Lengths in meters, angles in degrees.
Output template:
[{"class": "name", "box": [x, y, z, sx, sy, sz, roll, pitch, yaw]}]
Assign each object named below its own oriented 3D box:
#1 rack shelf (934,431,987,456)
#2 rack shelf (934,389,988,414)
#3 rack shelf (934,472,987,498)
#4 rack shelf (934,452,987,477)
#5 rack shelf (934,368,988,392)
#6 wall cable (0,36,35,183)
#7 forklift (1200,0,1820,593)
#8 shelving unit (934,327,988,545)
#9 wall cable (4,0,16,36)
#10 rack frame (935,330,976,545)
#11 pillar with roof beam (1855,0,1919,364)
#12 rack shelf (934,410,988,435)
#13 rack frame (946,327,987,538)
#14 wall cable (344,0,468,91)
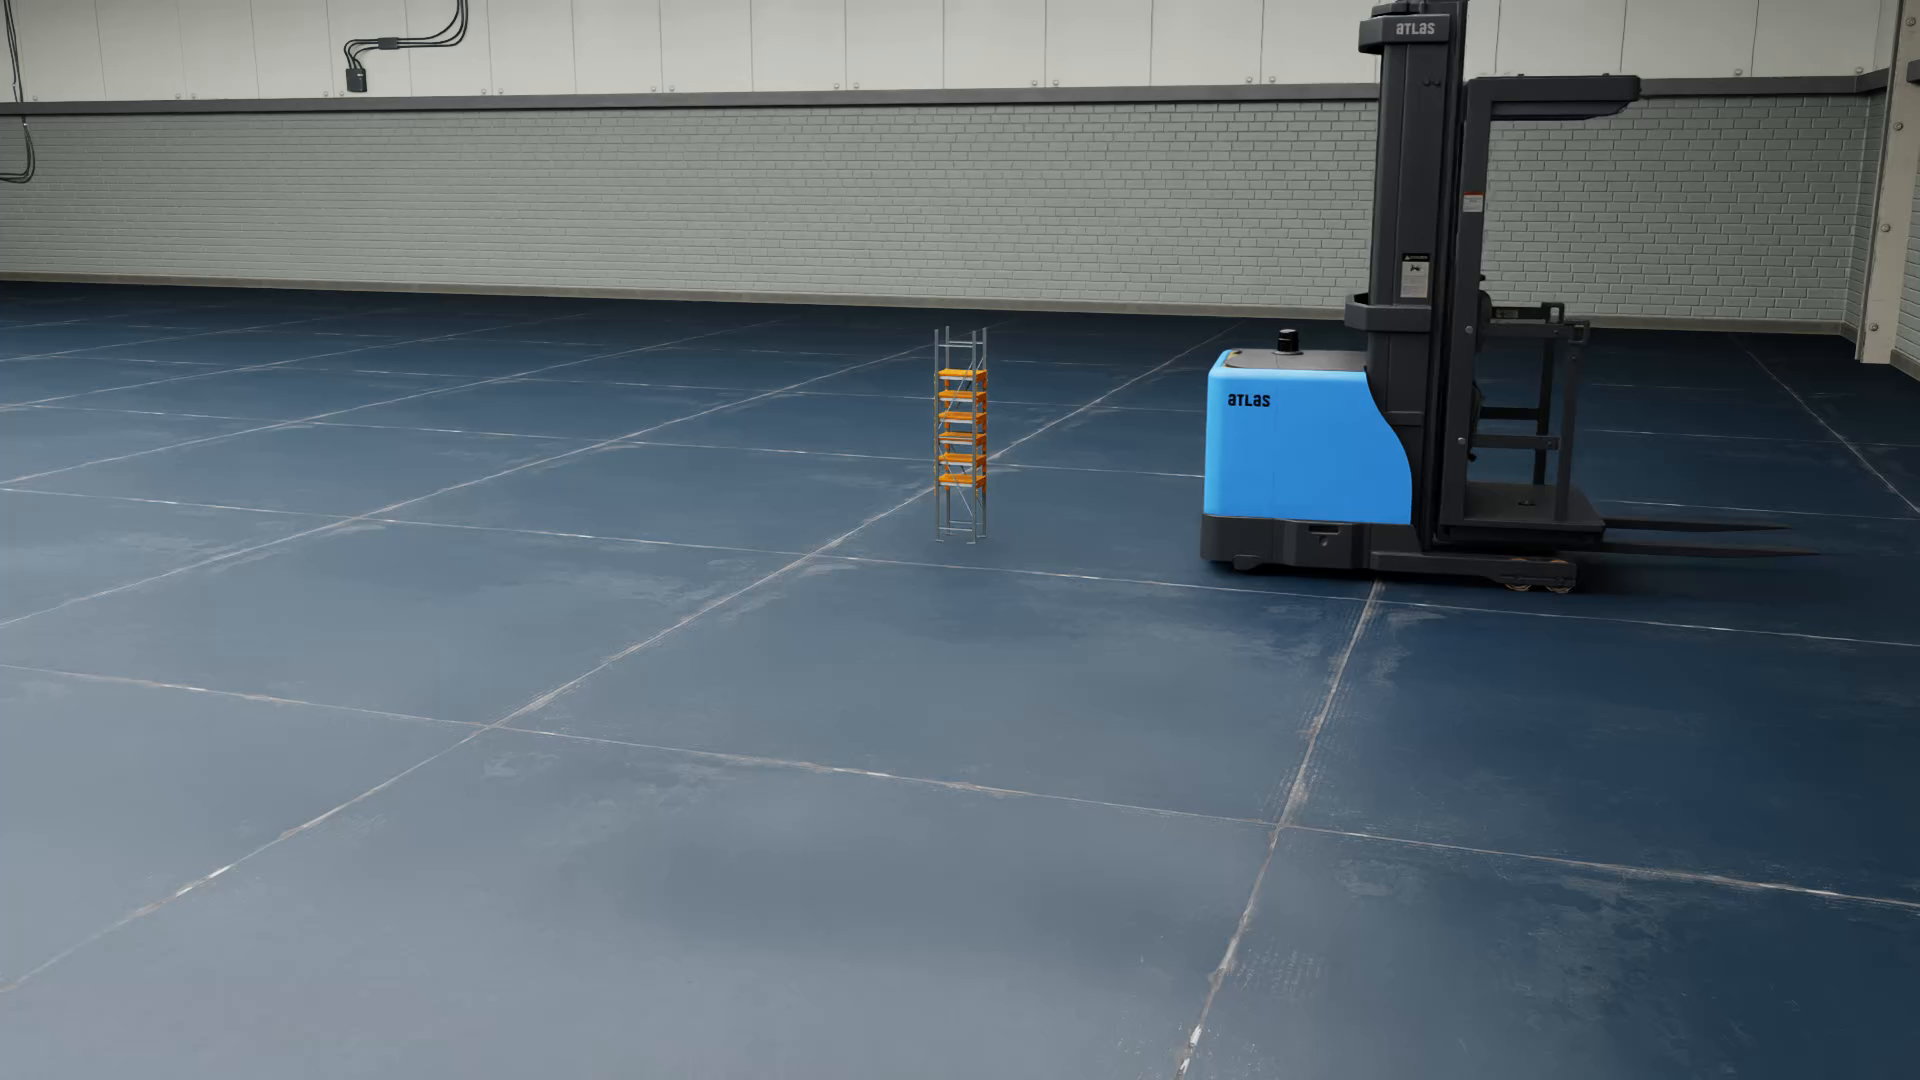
[{"class": "rack shelf", "box": [0.005, -0.545, 9.378, 0.258, 0.103, 0.180, 4, 14, 18]}, {"class": "rack shelf", "box": [0.005, -0.779, 9.324, 0.258, 0.103, 0.180, 4, 14, 18]}, {"class": "rack shelf", "box": [0.005, -0.311, 9.431, 0.258, 0.103, 0.180, 4, 14, 18]}, {"class": "rack shelf", "box": [0.005, -0.428, 9.404, 0.258, 0.103, 0.180, 4, 14, 18]}, {"class": "rack shelf", "box": [0.005, -0.896, 9.298, 0.258, 0.103, 0.180, 4, 14, 18]}, {"class": "wall cable", "box": [-17.746, -7.594, 29.516, 3.097, 2.526, 0.112, 4, 14, 18]}, {"class": "forklift", "box": [2.840, -1.293, 8.565, 3.031, 2.935, 1.130, 3, 13, 12]}, {"class": "shelving unit", "box": [0.005, -0.588, 9.368, 0.258, 1.200, 0.189, 4, 14, 18]}, {"class": "wall cable", "box": [-15.186, -9.862, 28.101, 3.097, 2.526, 0.112, 4, 14, 18]}, {"class": "rack frame", "box": [-0.025, -0.569, 9.283, 0.240, 1.200, 0.006, 4, 14, 18]}, {"class": "pillar with roof beam", "box": [5.782, -6.625, 18.292, 9.100, 9.000, 0.400, 4, 14, 18]}, {"class": "rack shelf", "box": [0.005, -0.662, 9.351, 0.258, 0.103, 0.180, 4, 14, 18]}, {"class": "rack frame", "box": [0.034, -0.607, 9.452, 0.240, 1.200, 0.006, 4, 14, 18]}, {"class": "wall cable", "box": [-8.768, -10.079, 25.783, 2.305, 6.003, 0.169, 4, 14, 18]}]
